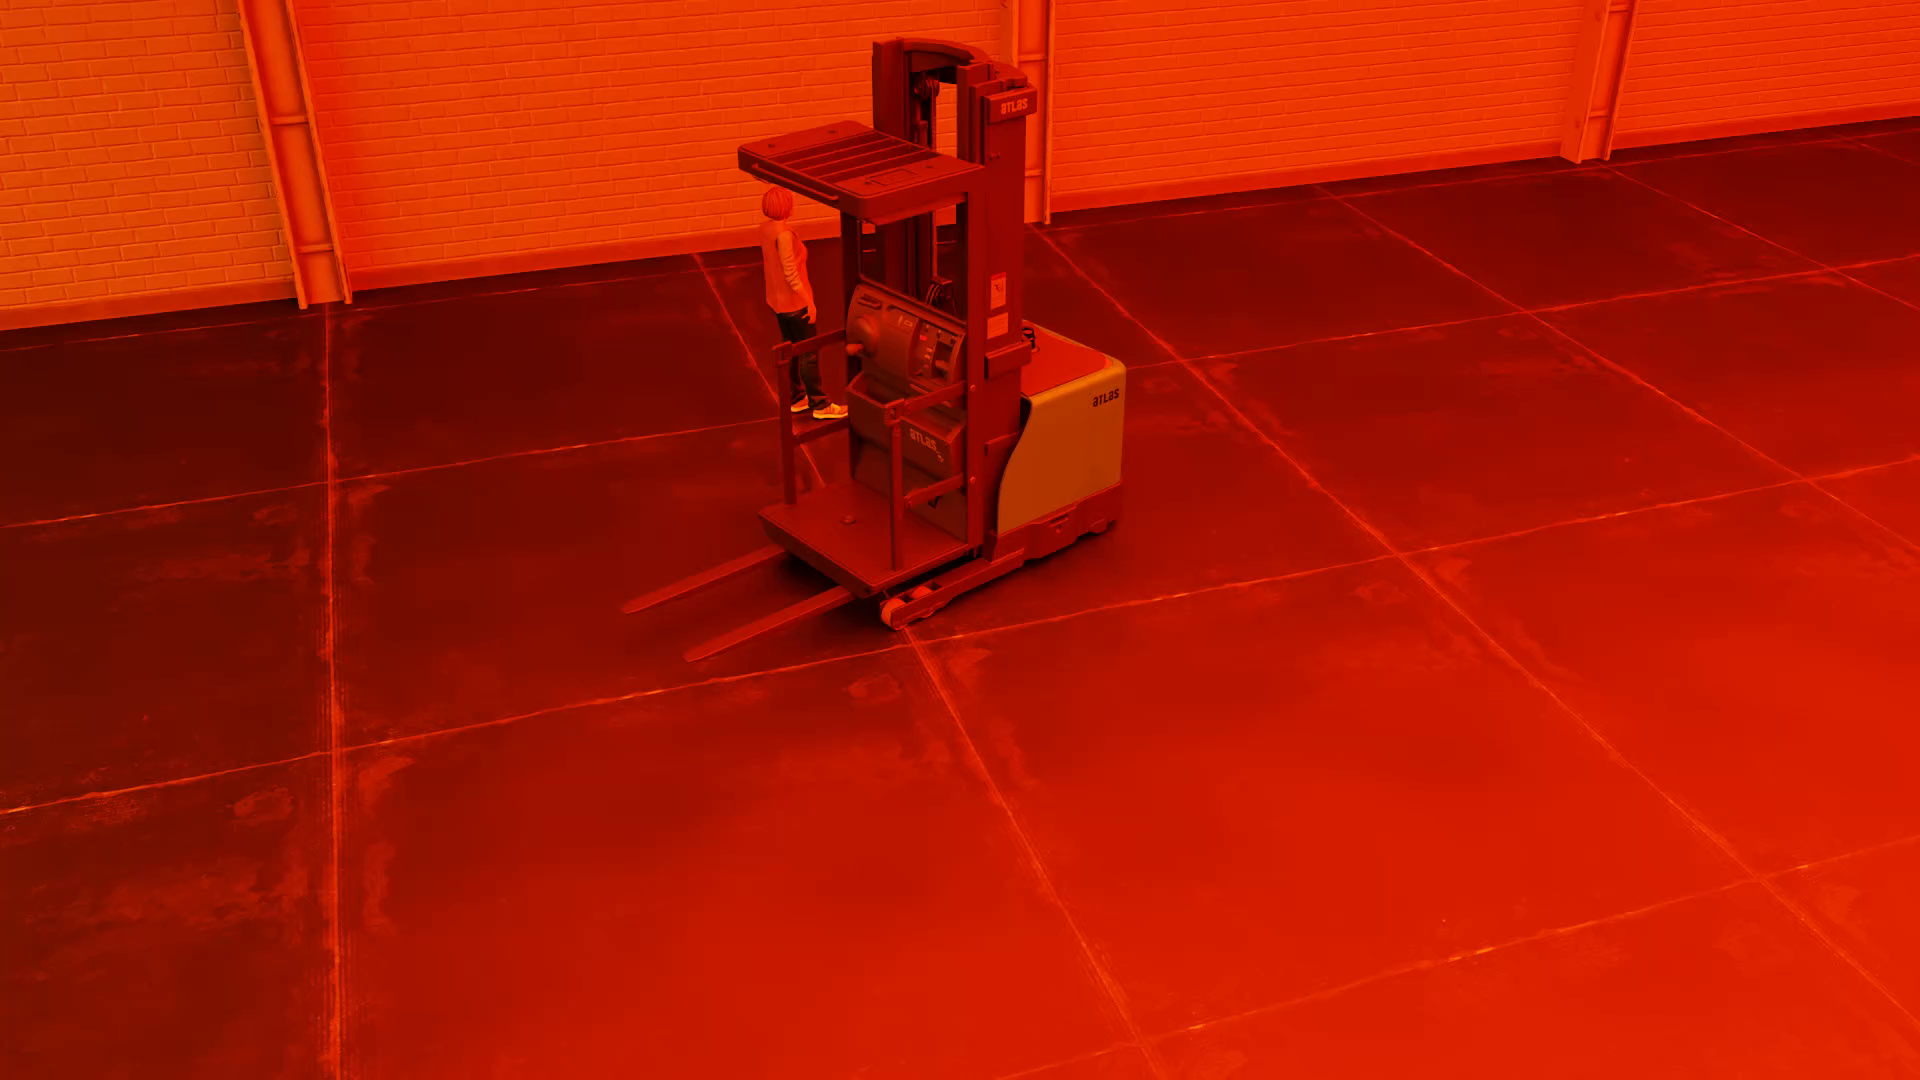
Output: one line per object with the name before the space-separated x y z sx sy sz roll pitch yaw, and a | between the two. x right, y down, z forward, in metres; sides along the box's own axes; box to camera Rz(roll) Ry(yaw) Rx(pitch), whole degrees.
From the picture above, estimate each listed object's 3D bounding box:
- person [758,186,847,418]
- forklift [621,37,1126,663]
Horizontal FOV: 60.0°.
person | -1.065 -1.606 11.202 0.473 1.600 0.520 -15 33 -25
forklift | -0.461 -1.072 8.951 3.031 2.935 1.130 -23 37 -34
